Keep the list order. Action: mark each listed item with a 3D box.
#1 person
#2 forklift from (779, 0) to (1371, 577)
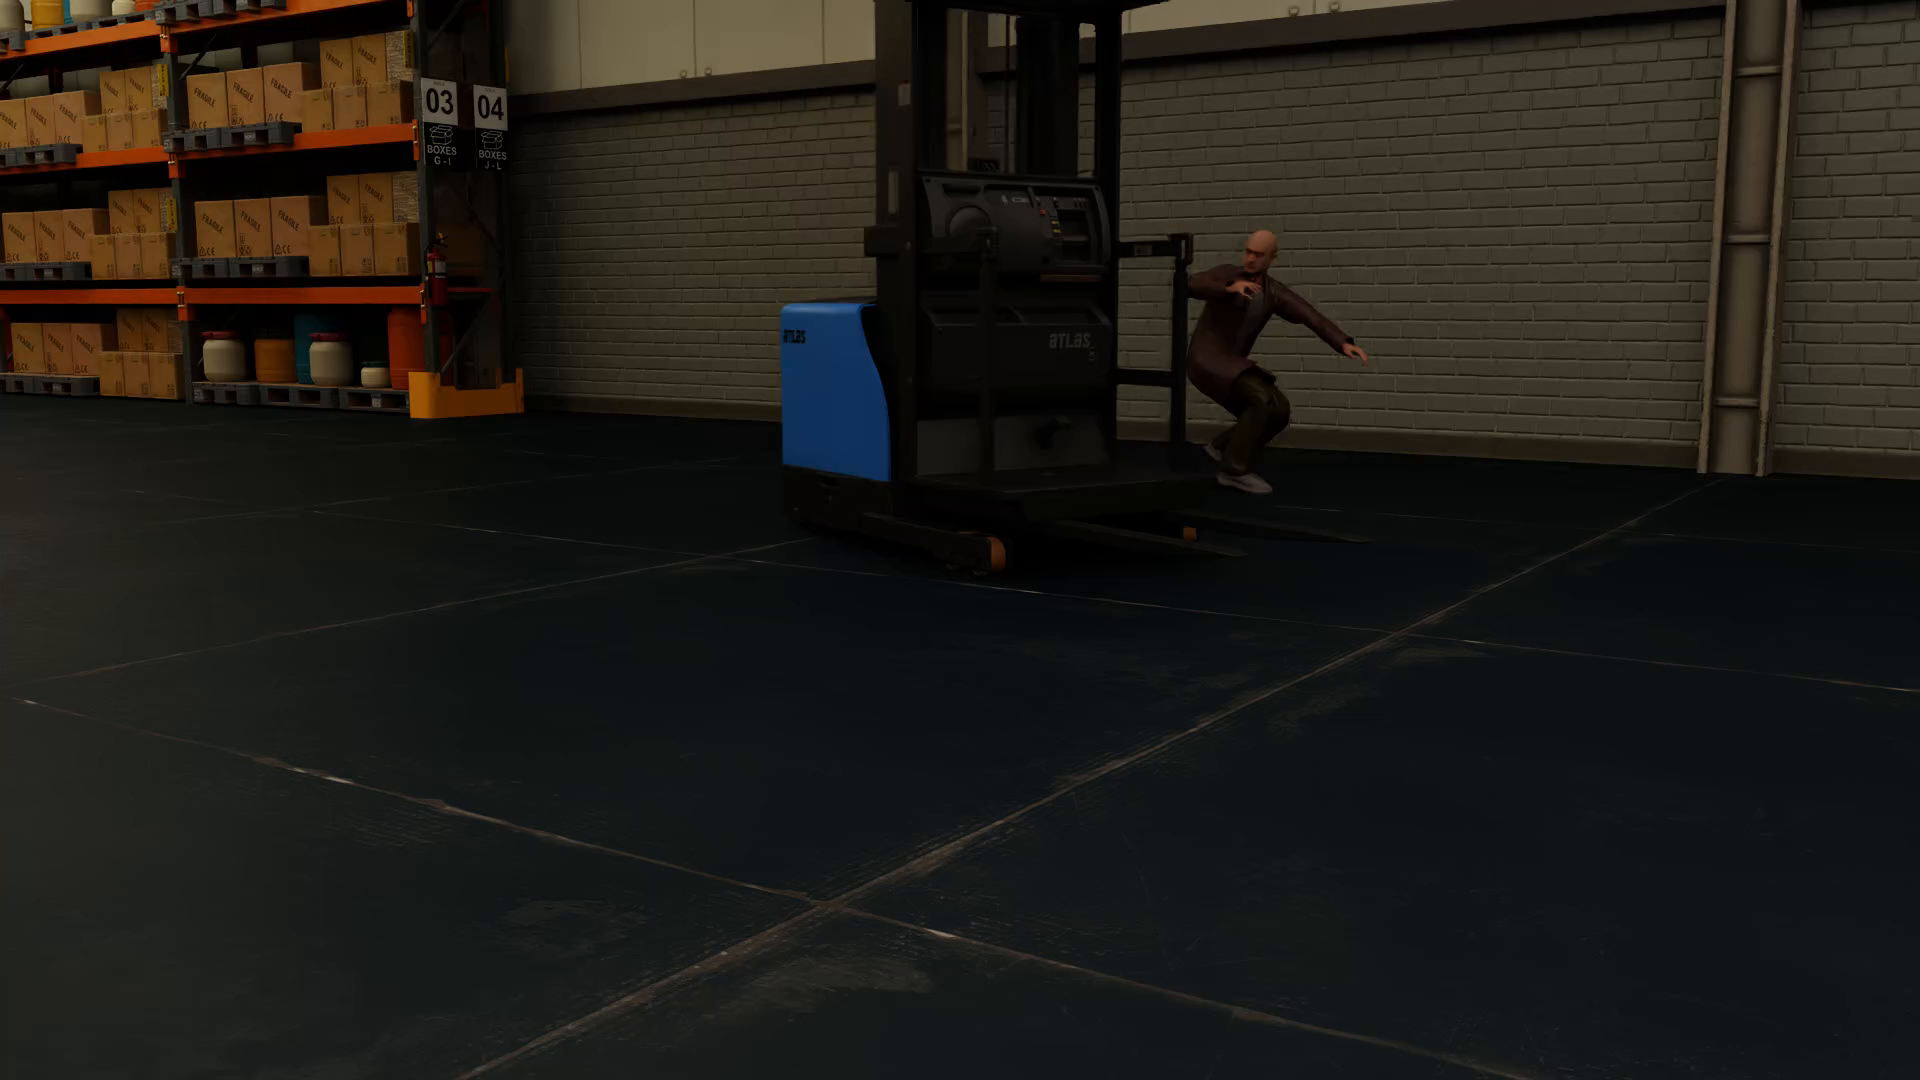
[{"bbox_3d":[1.738,-1.007,9.496,0.992,1.501,0.844,7,11,42],"label":"person"},{"bbox_3d":[0.367,-1.379,6.890,1.130,2.935,3.031,-5,10,-33],"label":"forklift"}]
